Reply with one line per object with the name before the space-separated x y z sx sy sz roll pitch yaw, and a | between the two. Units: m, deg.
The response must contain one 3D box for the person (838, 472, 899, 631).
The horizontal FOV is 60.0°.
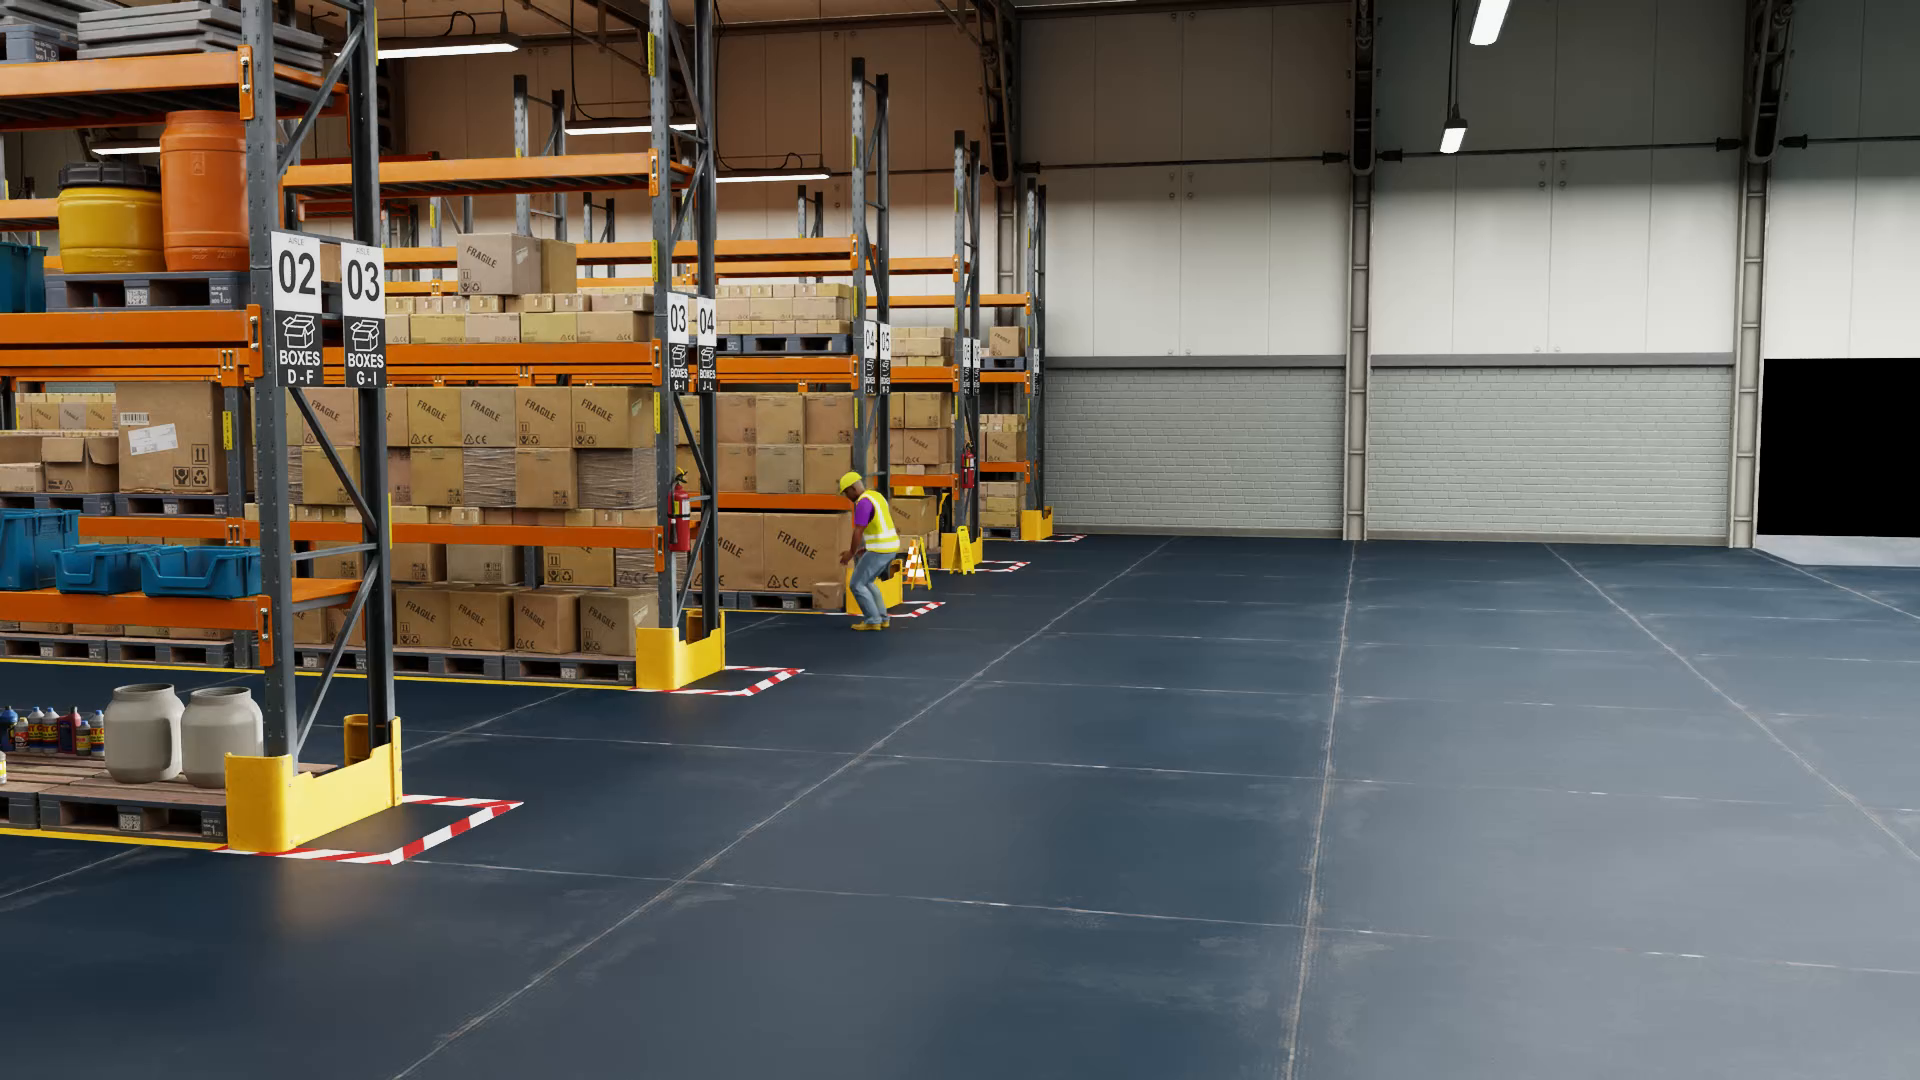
person | -0.941 0.110 17.007 0.599 1.613 0.616 1 5 14
